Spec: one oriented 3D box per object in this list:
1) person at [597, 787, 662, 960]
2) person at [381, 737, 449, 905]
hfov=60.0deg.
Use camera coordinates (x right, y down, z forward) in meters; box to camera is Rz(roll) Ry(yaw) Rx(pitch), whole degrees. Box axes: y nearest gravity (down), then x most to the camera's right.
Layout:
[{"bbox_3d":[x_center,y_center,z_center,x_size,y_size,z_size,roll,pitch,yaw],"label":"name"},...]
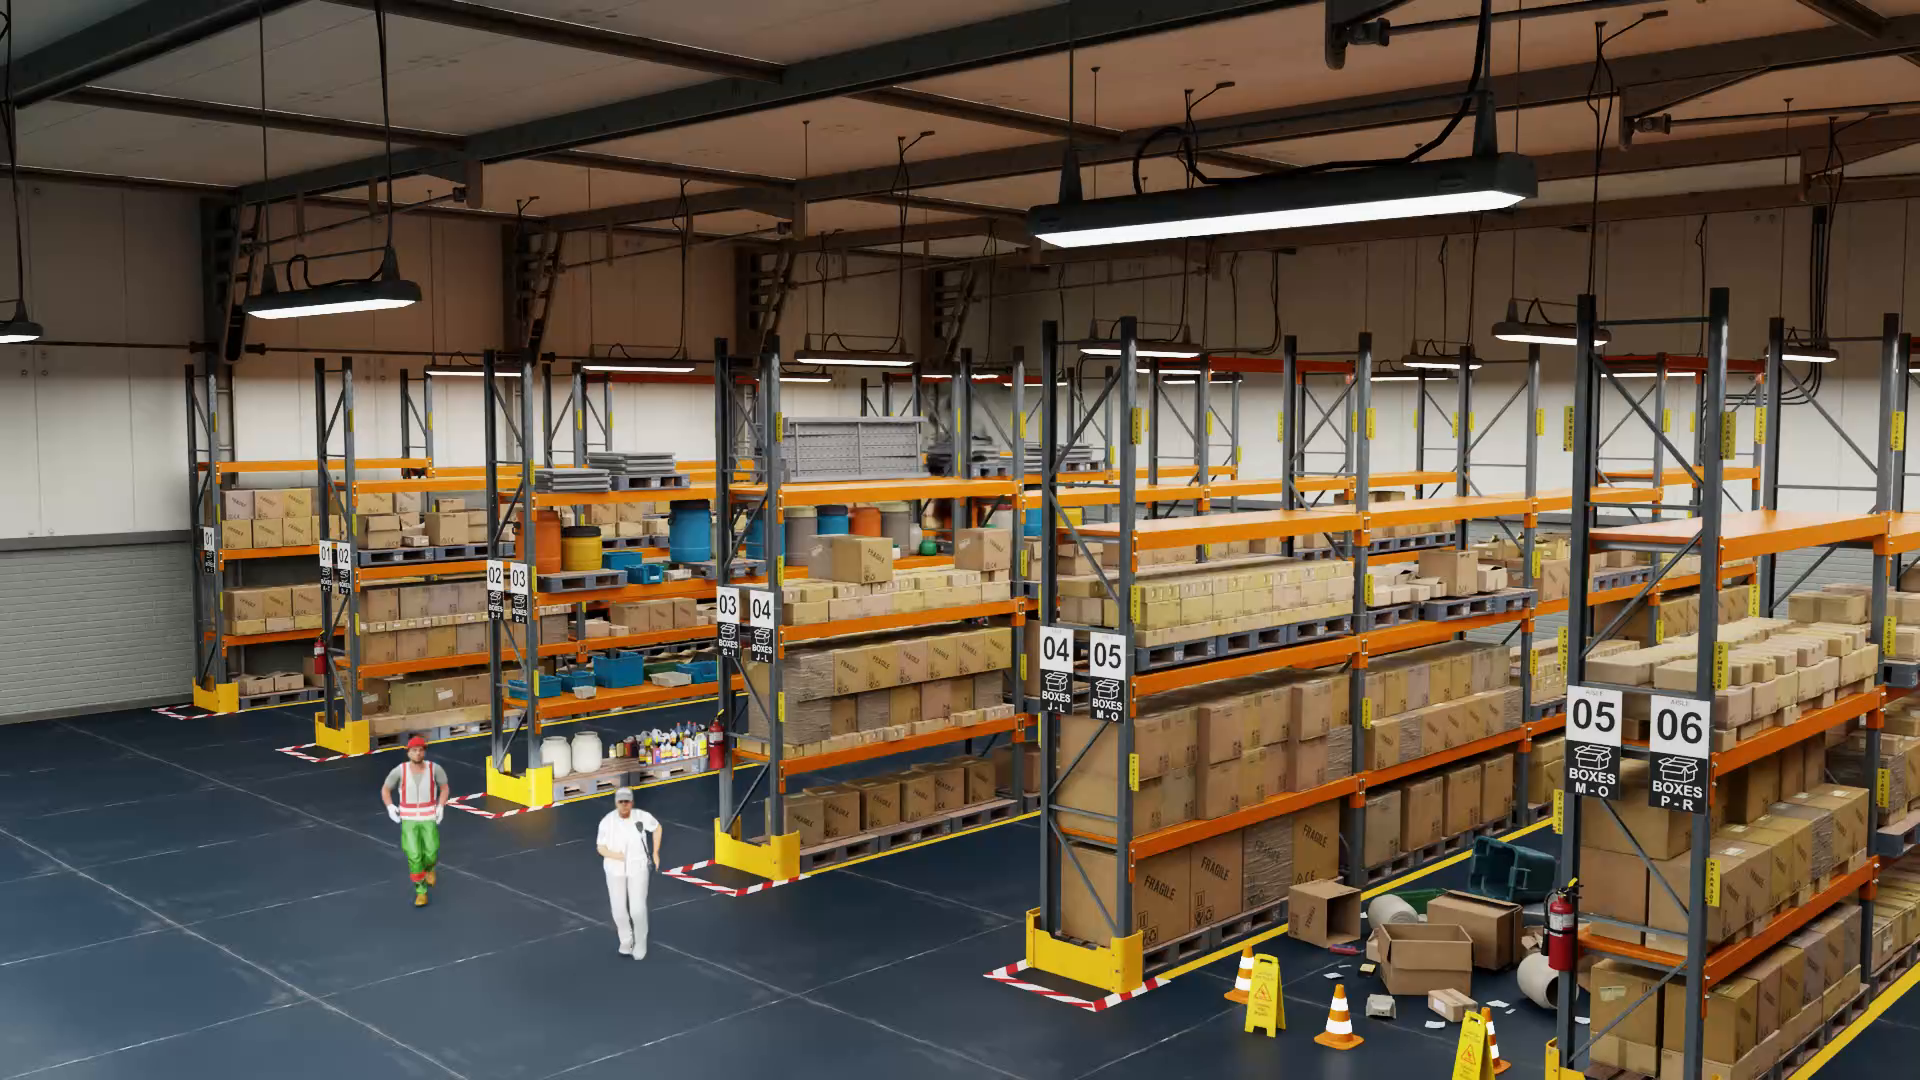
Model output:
[{"bbox_3d":[-3.127,3.148,15.650,0.554,1.677,0.700,0,4,-4],"label":"person"},{"bbox_3d":[-5.764,2.946,17.622,0.687,1.745,0.642,-2,5,-20],"label":"person"}]
